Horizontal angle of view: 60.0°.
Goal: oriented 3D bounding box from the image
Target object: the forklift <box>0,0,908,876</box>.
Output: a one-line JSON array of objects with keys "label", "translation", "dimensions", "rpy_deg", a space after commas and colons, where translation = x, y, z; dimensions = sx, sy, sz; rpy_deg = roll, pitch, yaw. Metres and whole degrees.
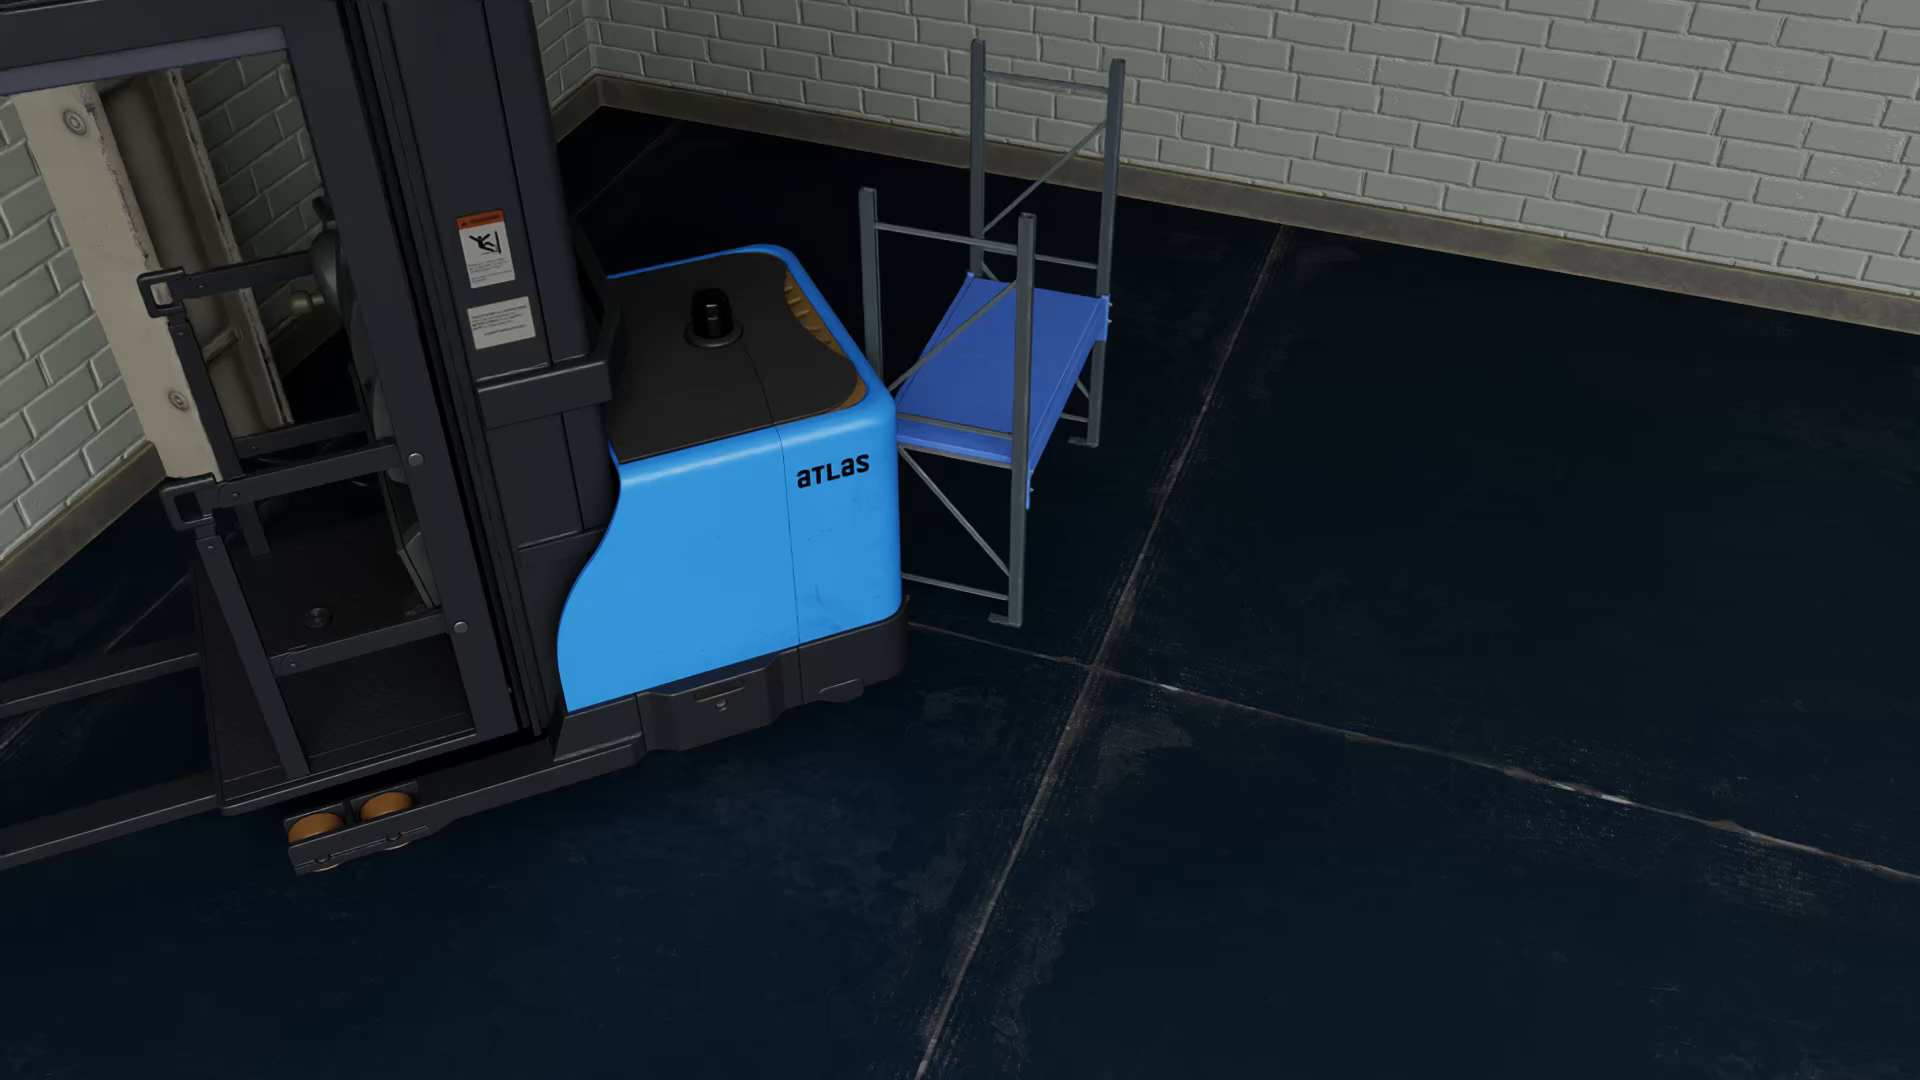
[{"label": "forklift", "translation": [-1.727, -0.579, 4.171], "dimensions": [3.031, 2.935, 1.130], "rpy_deg": [-16, 43, -18]}]

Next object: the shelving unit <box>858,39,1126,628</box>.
[{"label": "shelving unit", "translation": [0.119, -0.658, 5.366], "dimensions": [0.538, 1.500, 1.048], "rpy_deg": [12, 42, 14]}]

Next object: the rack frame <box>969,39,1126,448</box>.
[{"label": "rack frame", "translation": [0.276, -0.972, 5.734], "dimensions": [0.500, 1.500, 0.032], "rpy_deg": [12, 42, 14]}]

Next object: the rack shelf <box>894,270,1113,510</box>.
[{"label": "rack shelf", "translation": [0.119, -0.521, 5.483], "dimensions": [0.538, 0.185, 1.000], "rpy_deg": [12, 42, 14]}]

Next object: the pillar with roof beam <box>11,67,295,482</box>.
[{"label": "pillar with roof beam", "translation": [1.353, -2.796, 2.094], "dimensions": [9.100, 9.000, 0.400], "rpy_deg": [13, 42, 15]}]

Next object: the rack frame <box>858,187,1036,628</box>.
[{"label": "rack frame", "translation": [-0.037, -0.344, 4.998], "dimensions": [0.500, 1.500, 0.032], "rpy_deg": [12, 42, 14]}]
